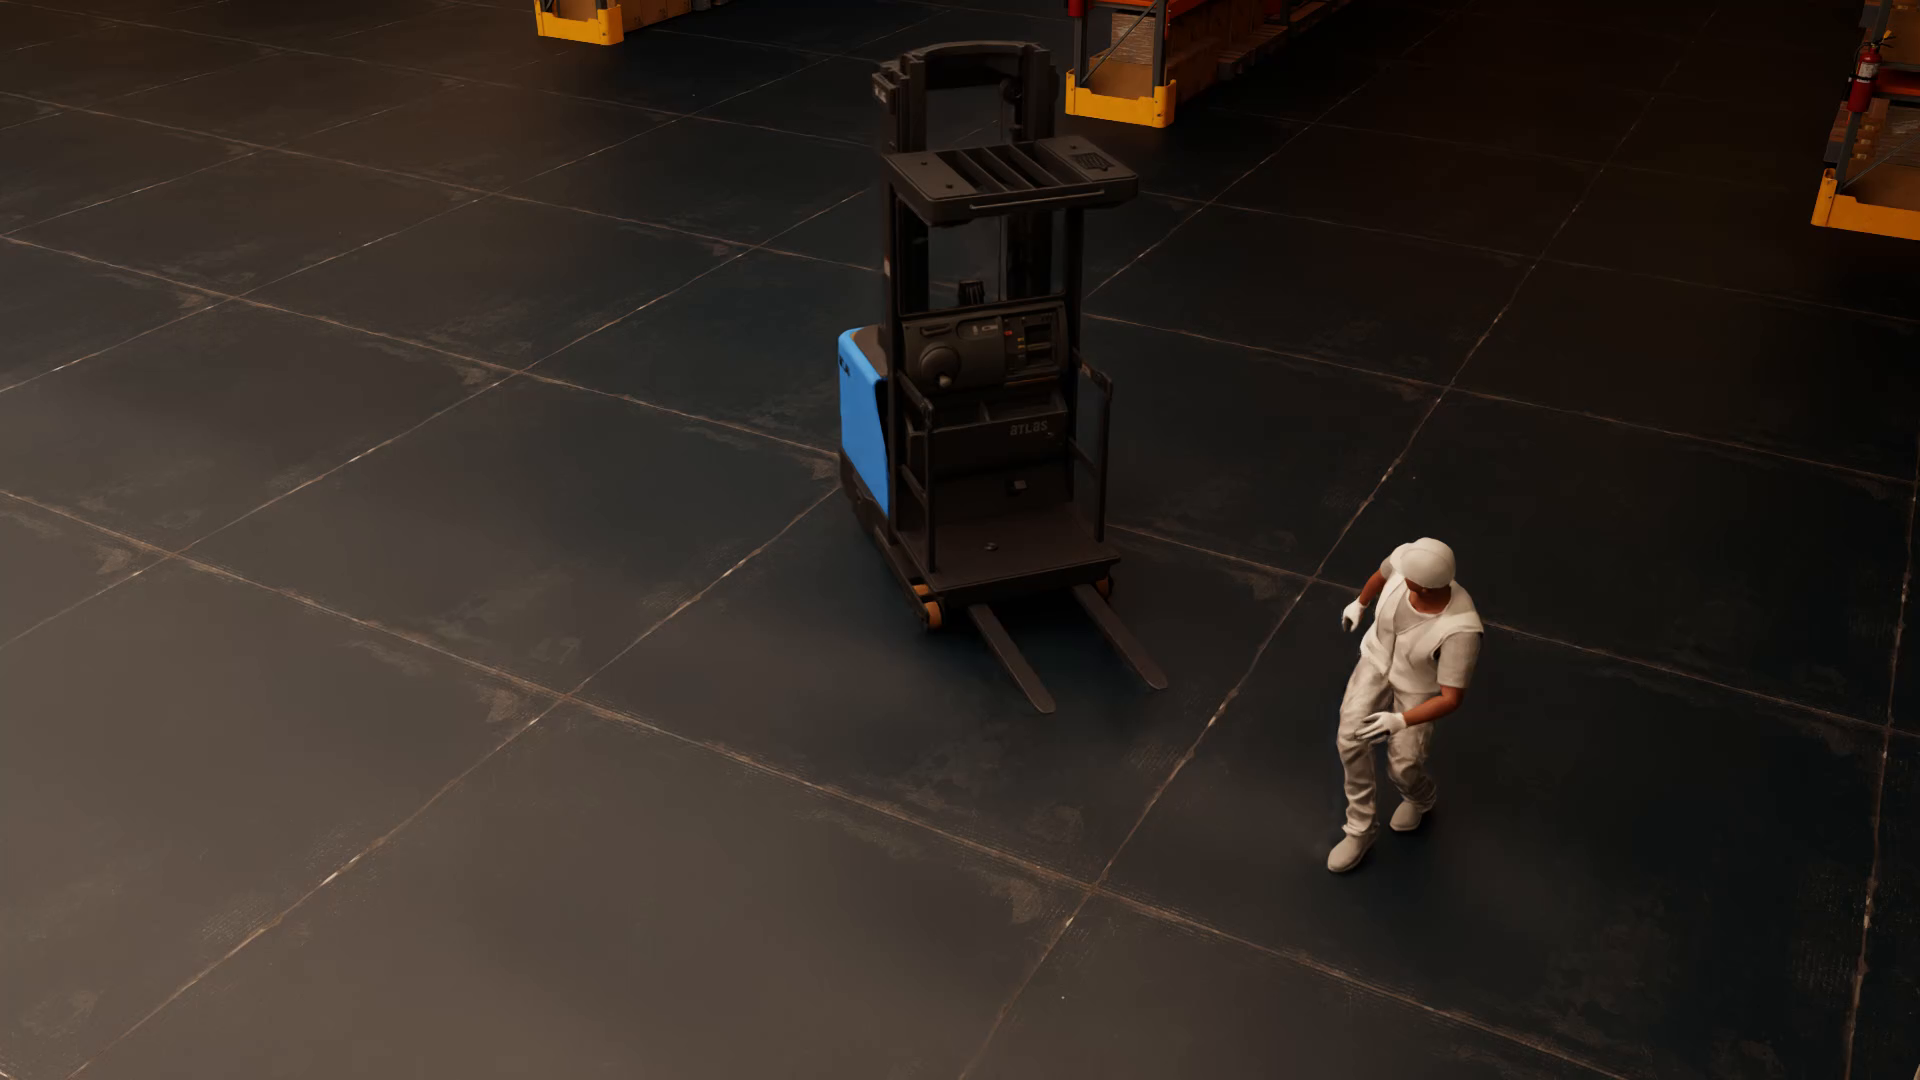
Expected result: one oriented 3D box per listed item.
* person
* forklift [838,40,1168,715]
[{"bbox_3d":[1.859,0.635,7.332,0.797,1.589,0.827,25,38,36],"label":"person"},{"bbox_3d":[0.217,-0.999,8.801,1.130,2.935,3.031,-10,31,-17],"label":"forklift"}]
